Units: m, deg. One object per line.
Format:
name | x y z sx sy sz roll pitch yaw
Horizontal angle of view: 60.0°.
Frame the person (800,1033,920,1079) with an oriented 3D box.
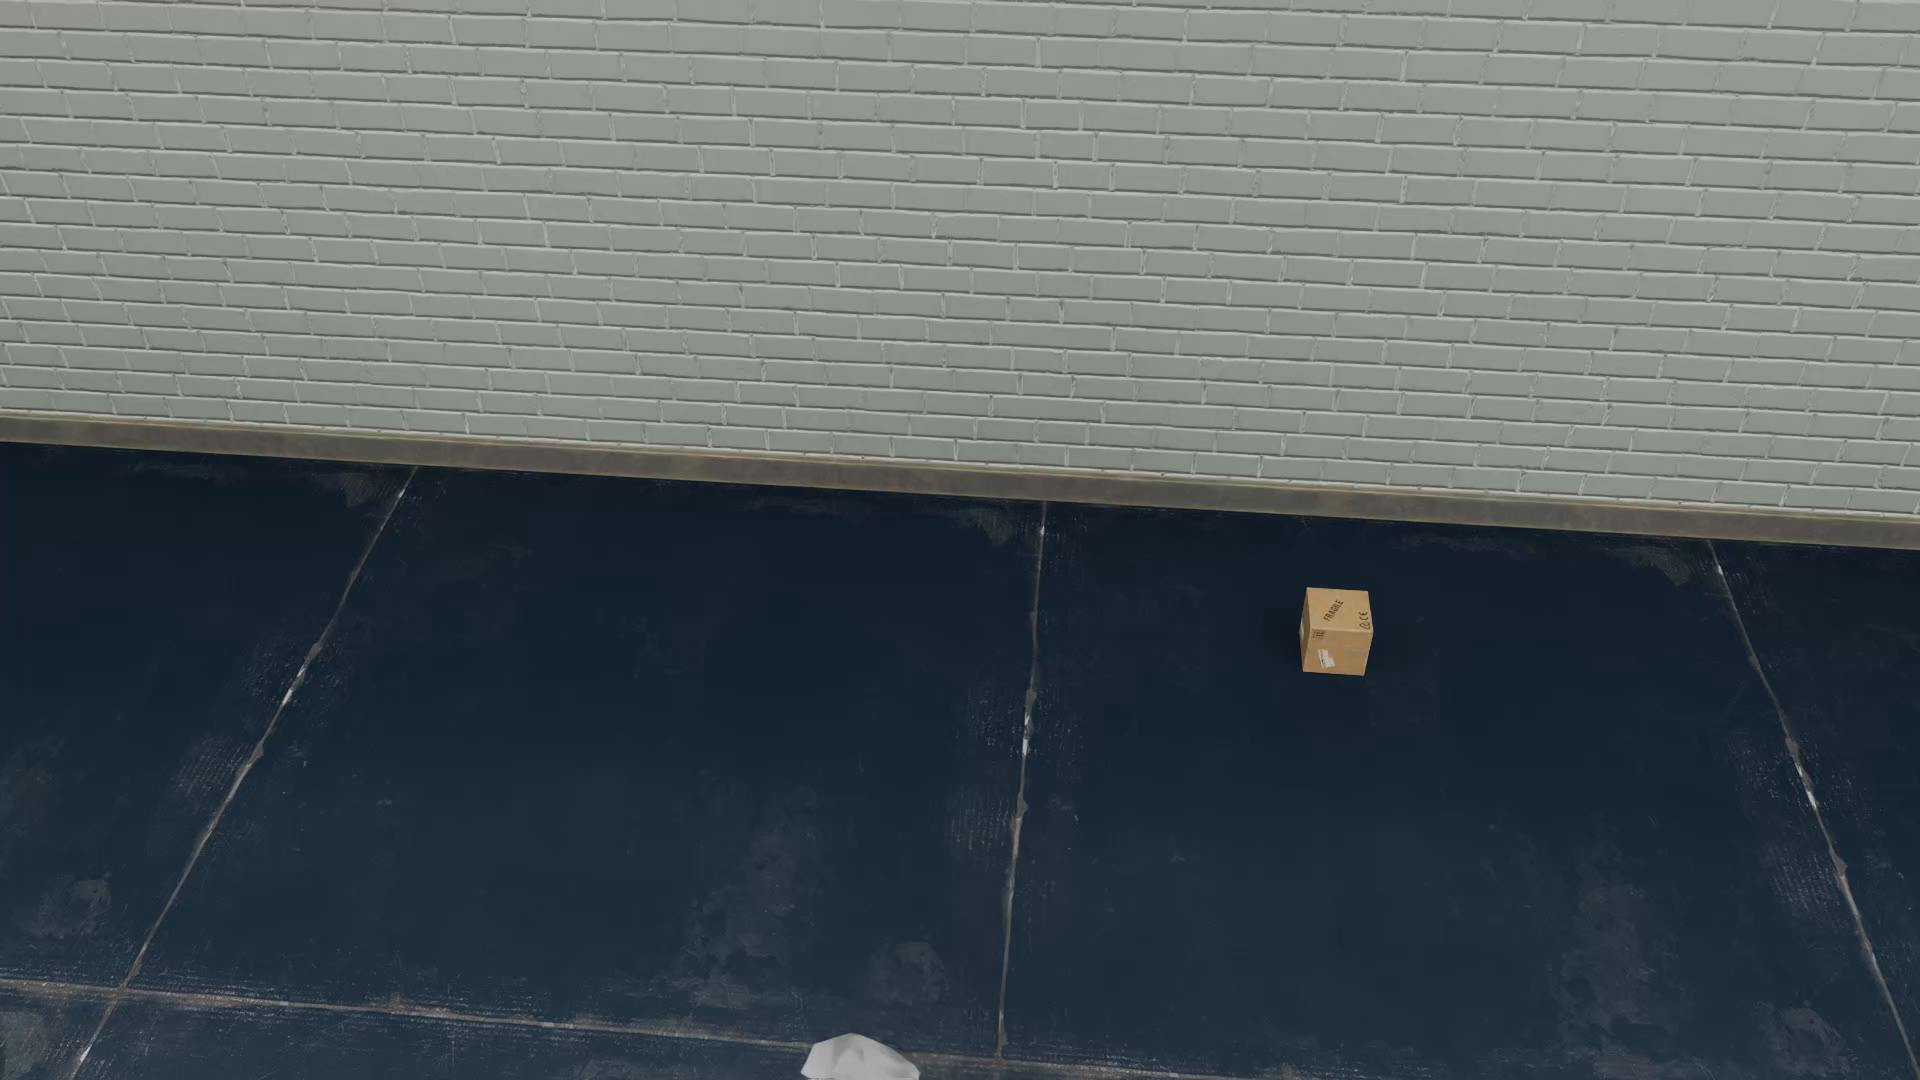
person | -0.220 1.782 3.989 0.533 1.726 1.056 11 41 13
